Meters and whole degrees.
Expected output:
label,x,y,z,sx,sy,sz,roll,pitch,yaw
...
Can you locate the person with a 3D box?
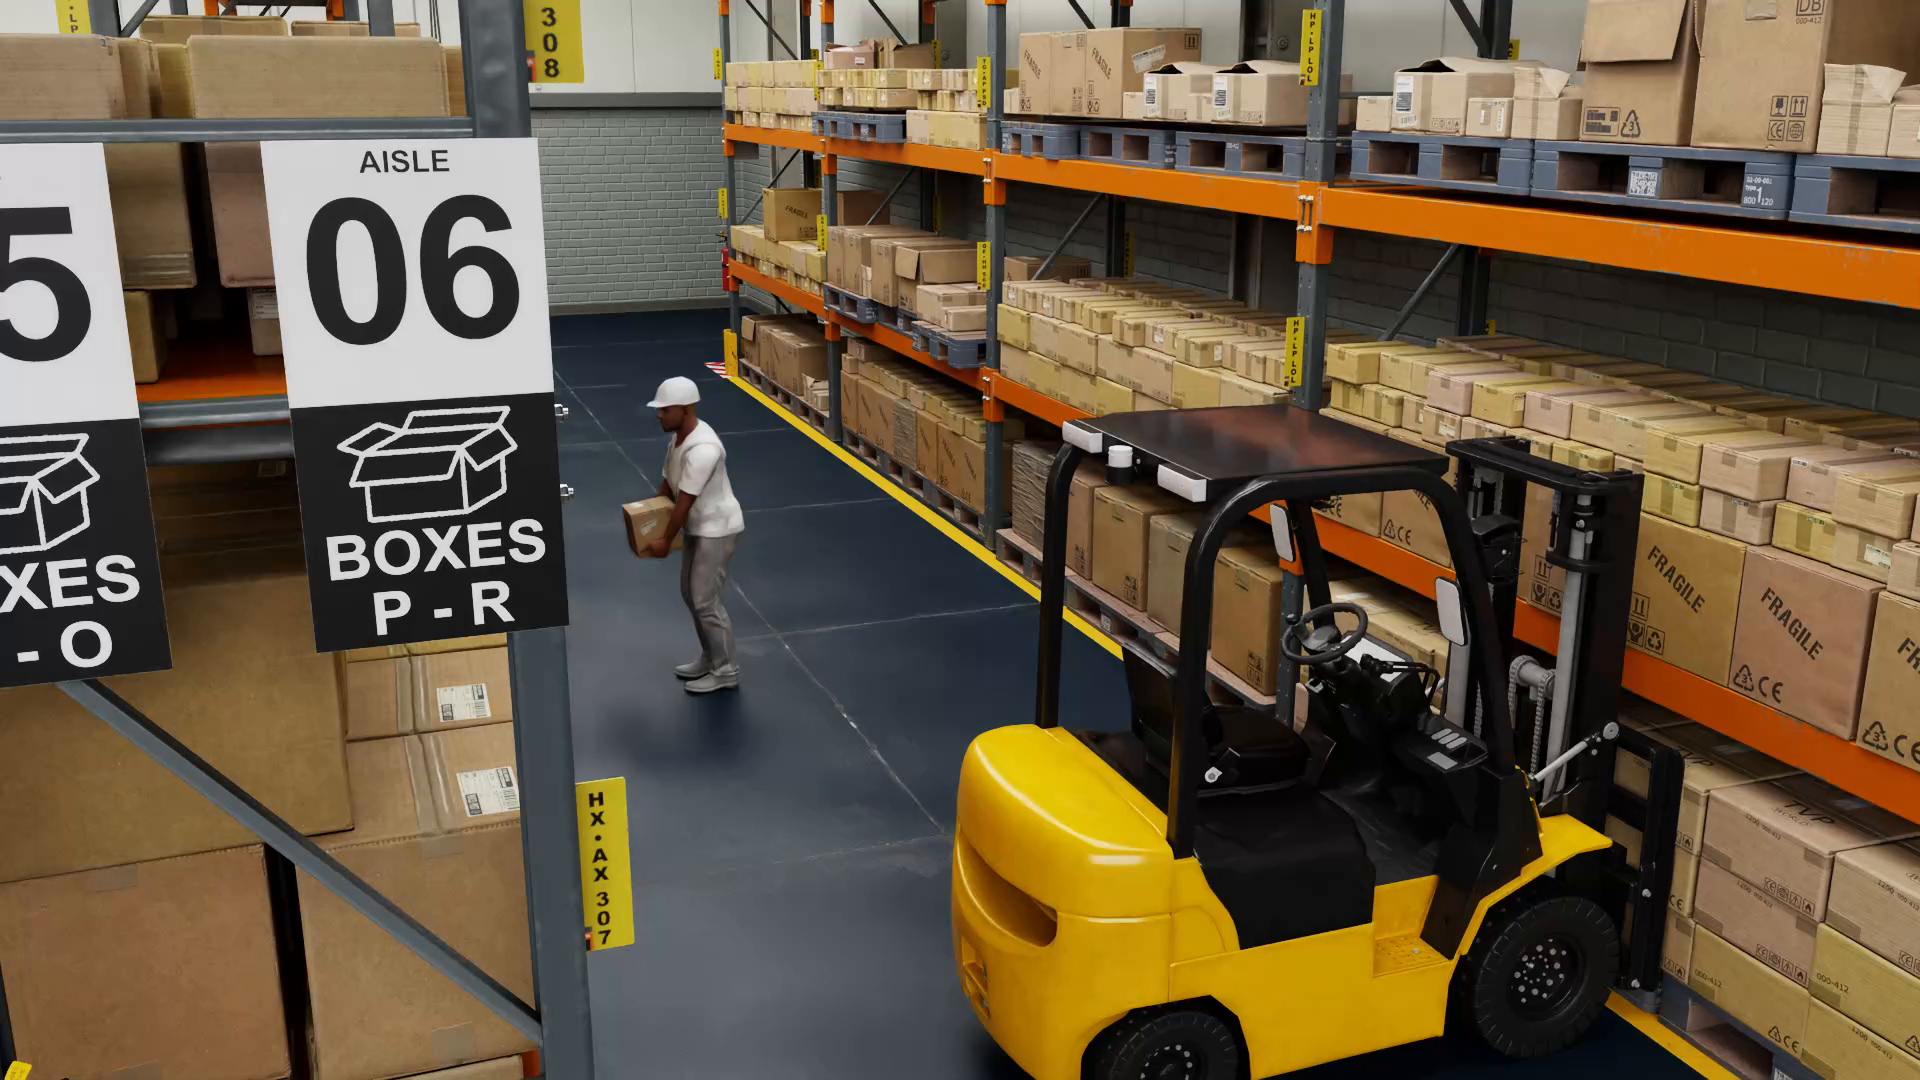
label,x,y,z,sx,sy,sz,roll,pitch,yaw
person,-1.488,-0.031,9.131,0.590,1.744,0.503,-6,17,-21
